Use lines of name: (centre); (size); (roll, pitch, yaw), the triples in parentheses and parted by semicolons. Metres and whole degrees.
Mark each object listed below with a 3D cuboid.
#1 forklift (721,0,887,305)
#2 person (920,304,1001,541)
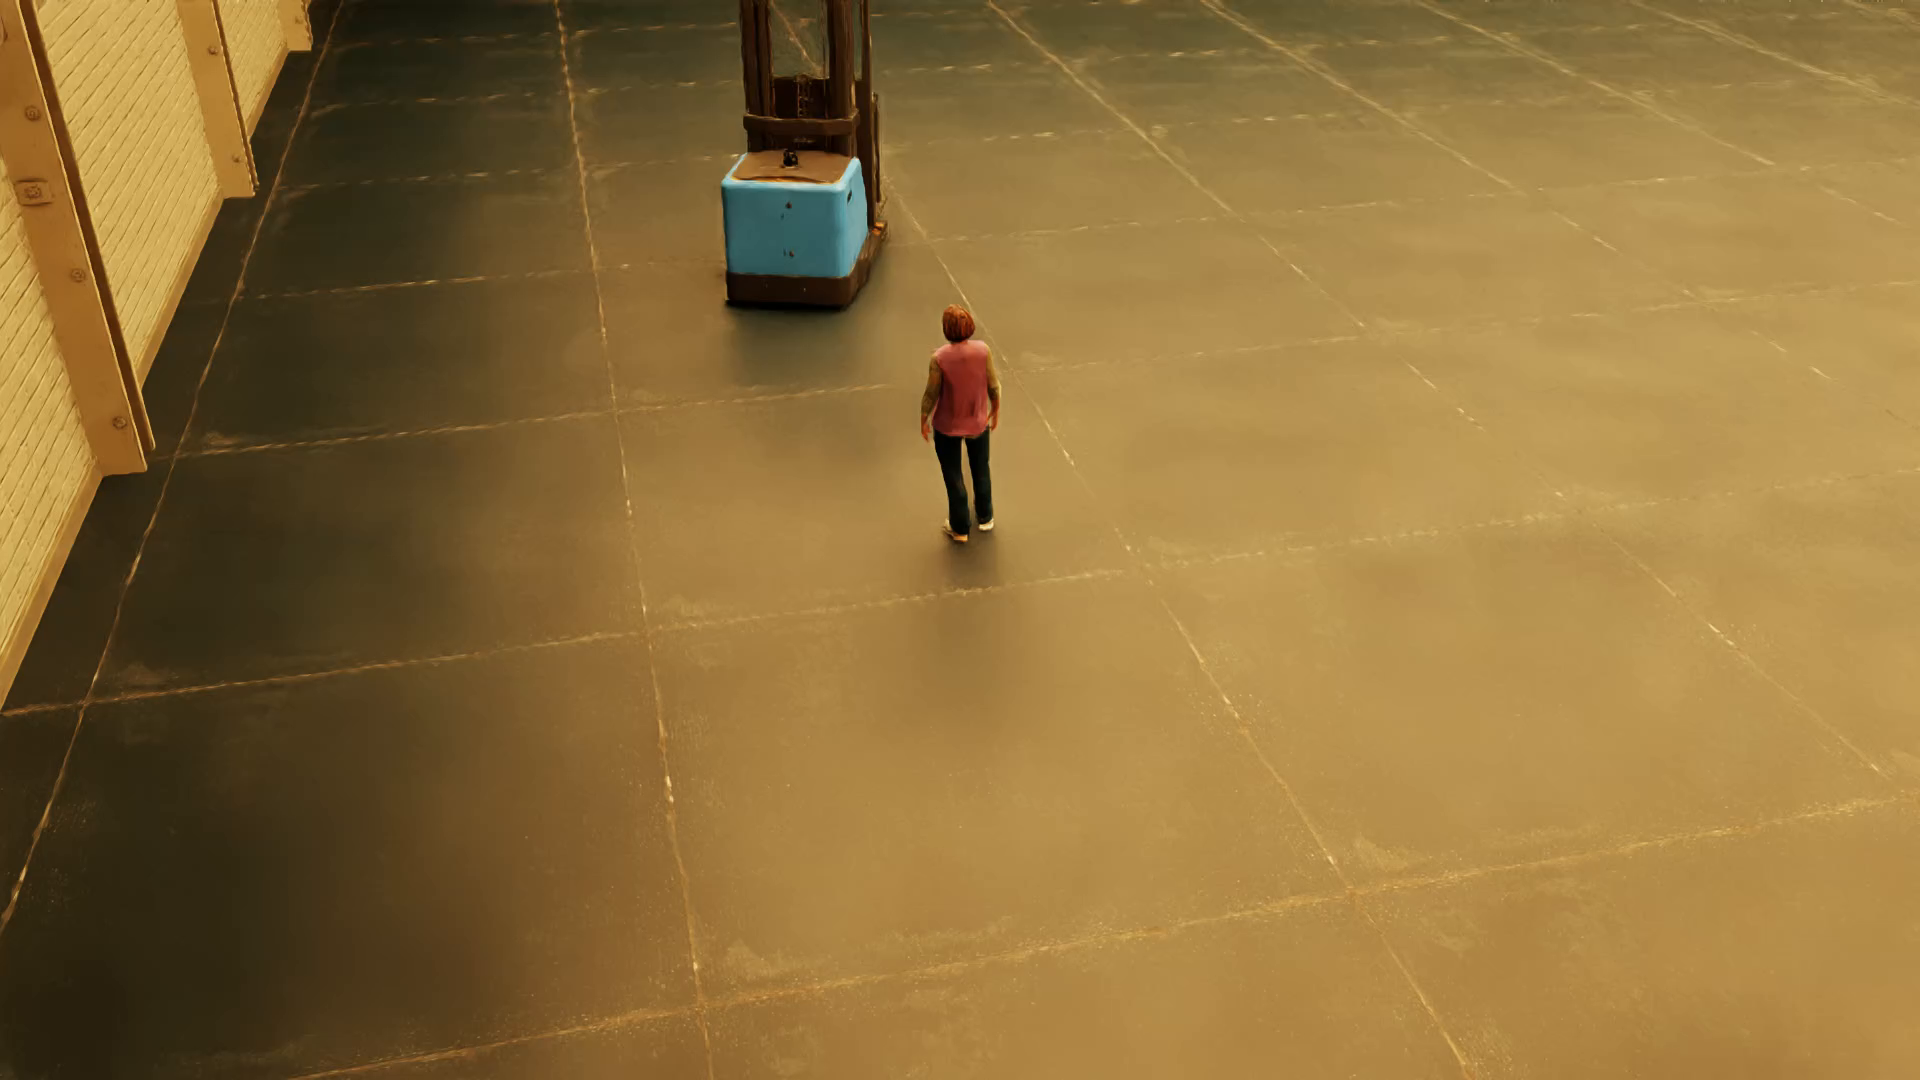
forklift: (-1.260, -3.922, 14.349); (1.130, 2.935, 3.031); (3, 30, 6)
person: (-0.004, -0.735, 10.161); (0.520, 1.597, 0.474); (-7, 31, -12)
